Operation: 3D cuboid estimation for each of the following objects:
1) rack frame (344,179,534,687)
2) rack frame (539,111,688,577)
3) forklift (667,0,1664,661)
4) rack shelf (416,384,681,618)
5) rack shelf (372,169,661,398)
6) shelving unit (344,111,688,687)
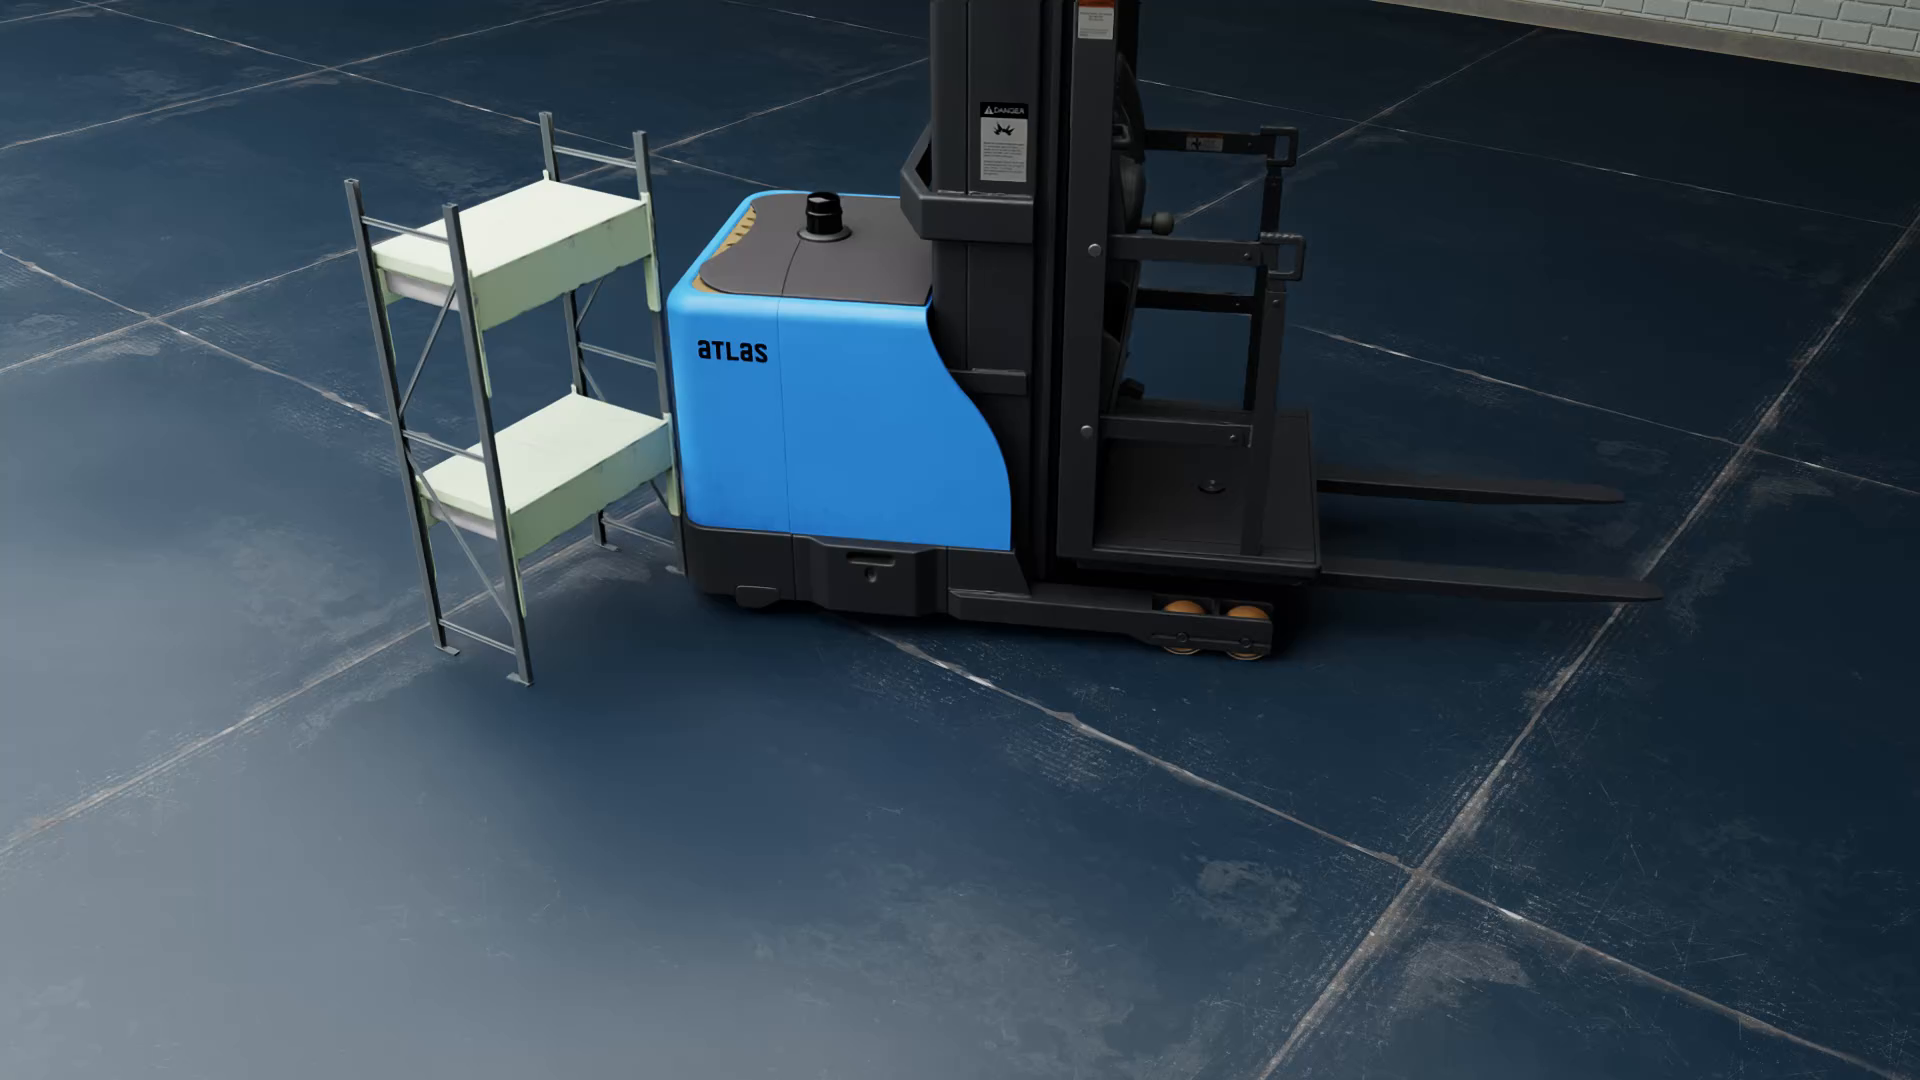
[{"bbox_3d":[-1.461,-0.261,4.719,0.400,1.500,0.023,17,35,27],"label":"rack frame"},{"bbox_3d":[-1.079,-0.579,5.256,0.400,1.500,0.023,17,35,27],"label":"rack frame"},{"bbox_3d":[0.681,-1.181,4.868,3.031,2.935,1.130,5,31,8],"label":"forklift"},{"bbox_3d":[-1.270,-0.140,5.154,0.431,0.370,0.720,17,35,27],"label":"rack shelf"},{"bbox_3d":[-1.270,-0.756,4.789,0.431,0.370,0.720,17,35,27],"label":"rack shelf"},{"bbox_3d":[-1.270,-0.420,4.988,0.431,1.500,0.755,17,35,27],"label":"shelving unit"}]
